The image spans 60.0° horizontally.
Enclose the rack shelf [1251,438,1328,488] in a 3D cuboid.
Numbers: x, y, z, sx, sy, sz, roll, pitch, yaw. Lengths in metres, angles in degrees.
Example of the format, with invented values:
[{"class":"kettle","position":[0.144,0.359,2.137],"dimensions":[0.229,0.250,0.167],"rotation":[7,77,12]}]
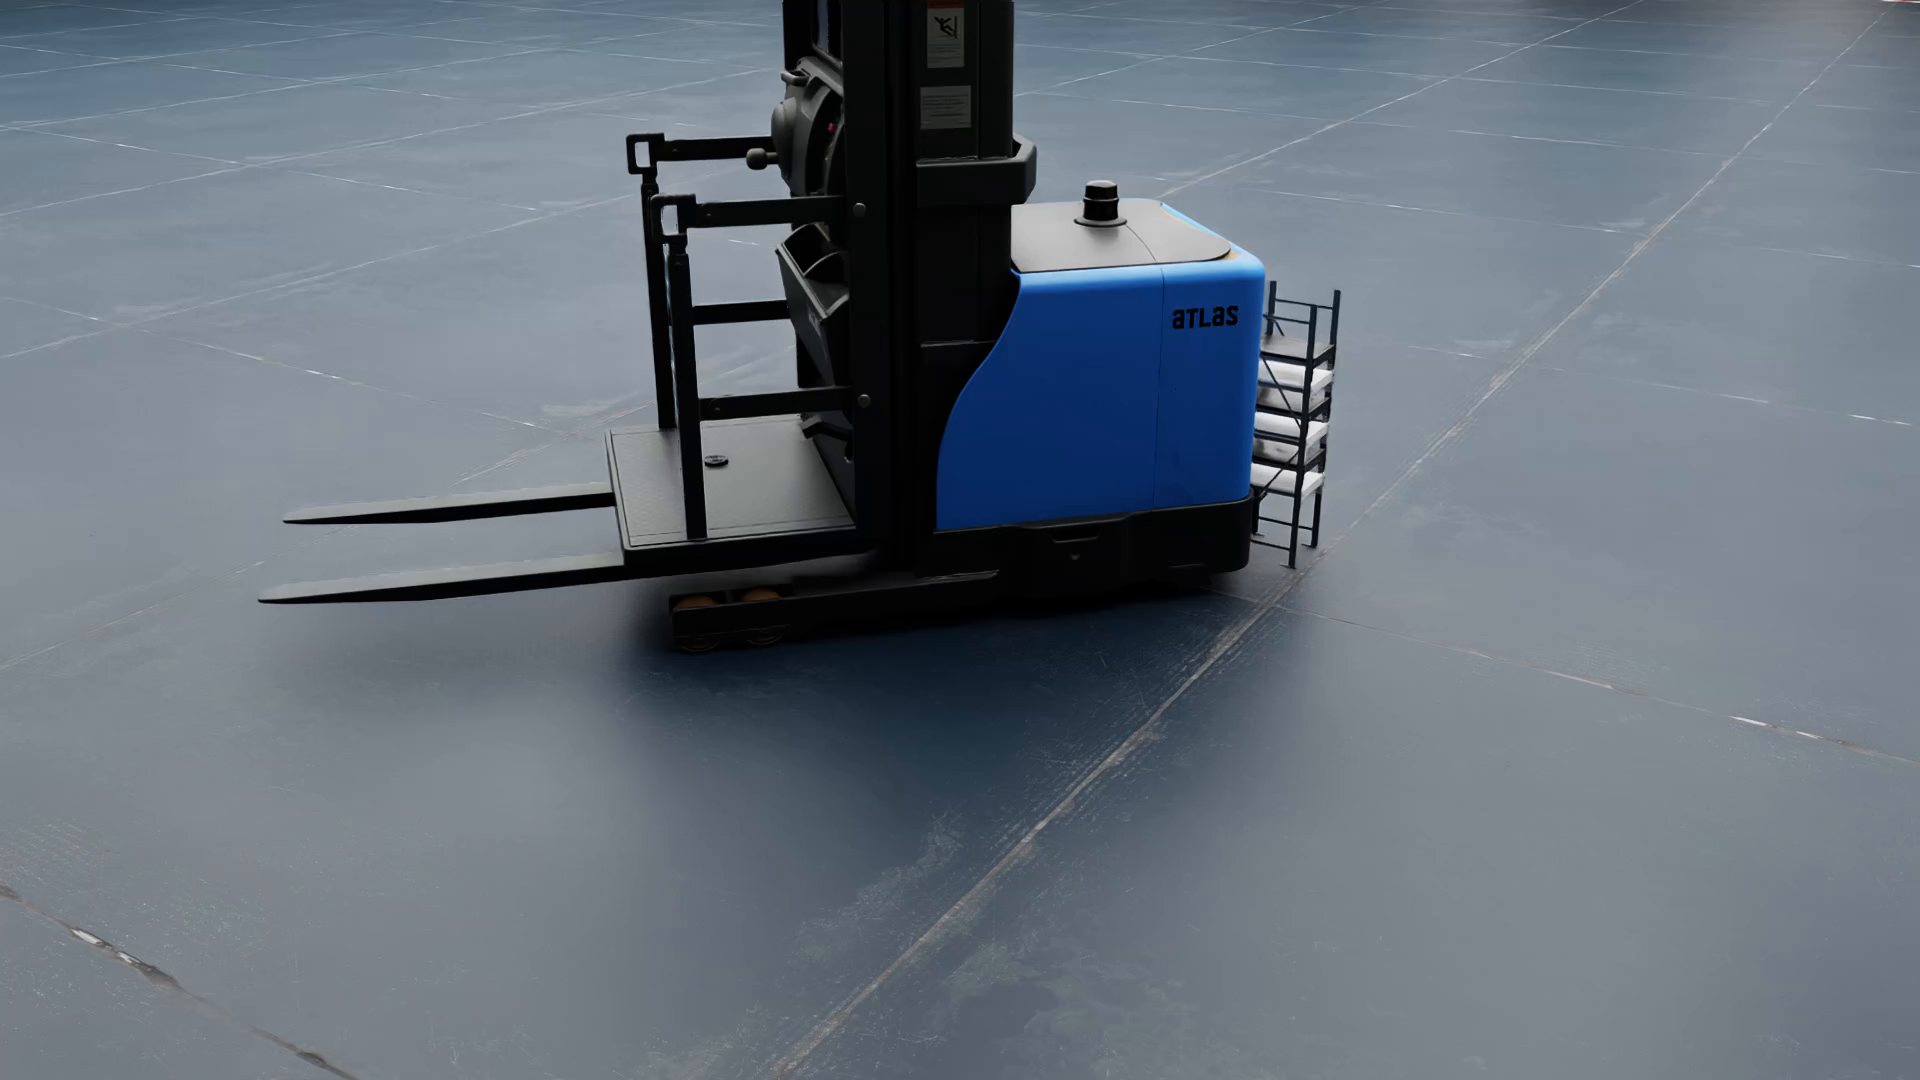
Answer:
[{"class":"rack shelf","position":[1.066,-0.266,5.541],"dimensions":[0.258,0.077,0.200],"rotation":[14,27,29]}]

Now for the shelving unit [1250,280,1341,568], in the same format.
[{"class":"shelving unit","position":[1.066,-0.379,5.492],"dimensions":[0.258,0.900,0.210],"rotation":[14,27,29]}]

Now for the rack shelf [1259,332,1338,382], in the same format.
[{"class":"rack shelf","position":[1.066,-0.596,5.398],"dimensions":[0.258,0.077,0.200],"rotation":[14,27,29]}]

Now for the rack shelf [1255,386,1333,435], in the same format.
[{"class":"rack shelf","position":[1.066,-0.431,5.470],"dimensions":[0.258,0.077,0.200],"rotation":[14,27,29]}]

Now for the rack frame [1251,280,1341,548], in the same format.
[{"class":"rack frame","position":[1.120,-0.413,5.571],"dimensions":[0.240,0.900,0.006],"rotation":[14,27,29]}]

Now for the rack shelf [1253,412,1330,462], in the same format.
[{"class":"rack shelf","position":[1.066,-0.348,5.505],"dimensions":[0.258,0.077,0.200],"rotation":[14,27,29]}]

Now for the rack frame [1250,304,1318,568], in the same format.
[{"class":"rack frame","position":[1.012,-0.345,5.413],"dimensions":[0.240,0.900,0.006],"rotation":[14,27,29]}]

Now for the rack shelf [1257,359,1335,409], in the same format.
[{"class":"rack shelf","position":[1.066,-0.513,5.434],"dimensions":[0.258,0.077,0.200],"rotation":[14,27,29]}]

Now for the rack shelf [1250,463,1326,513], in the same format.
[{"class":"rack shelf","position":[1.066,-0.183,5.577],"dimensions":[0.258,0.077,0.200],"rotation":[14,27,29]}]

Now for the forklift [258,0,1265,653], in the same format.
[{"class":"forklift","position":[-0.634,-1.241,4.926],"dimensions":[3.031,2.935,1.130],"rotation":[-6,24,-13]}]
